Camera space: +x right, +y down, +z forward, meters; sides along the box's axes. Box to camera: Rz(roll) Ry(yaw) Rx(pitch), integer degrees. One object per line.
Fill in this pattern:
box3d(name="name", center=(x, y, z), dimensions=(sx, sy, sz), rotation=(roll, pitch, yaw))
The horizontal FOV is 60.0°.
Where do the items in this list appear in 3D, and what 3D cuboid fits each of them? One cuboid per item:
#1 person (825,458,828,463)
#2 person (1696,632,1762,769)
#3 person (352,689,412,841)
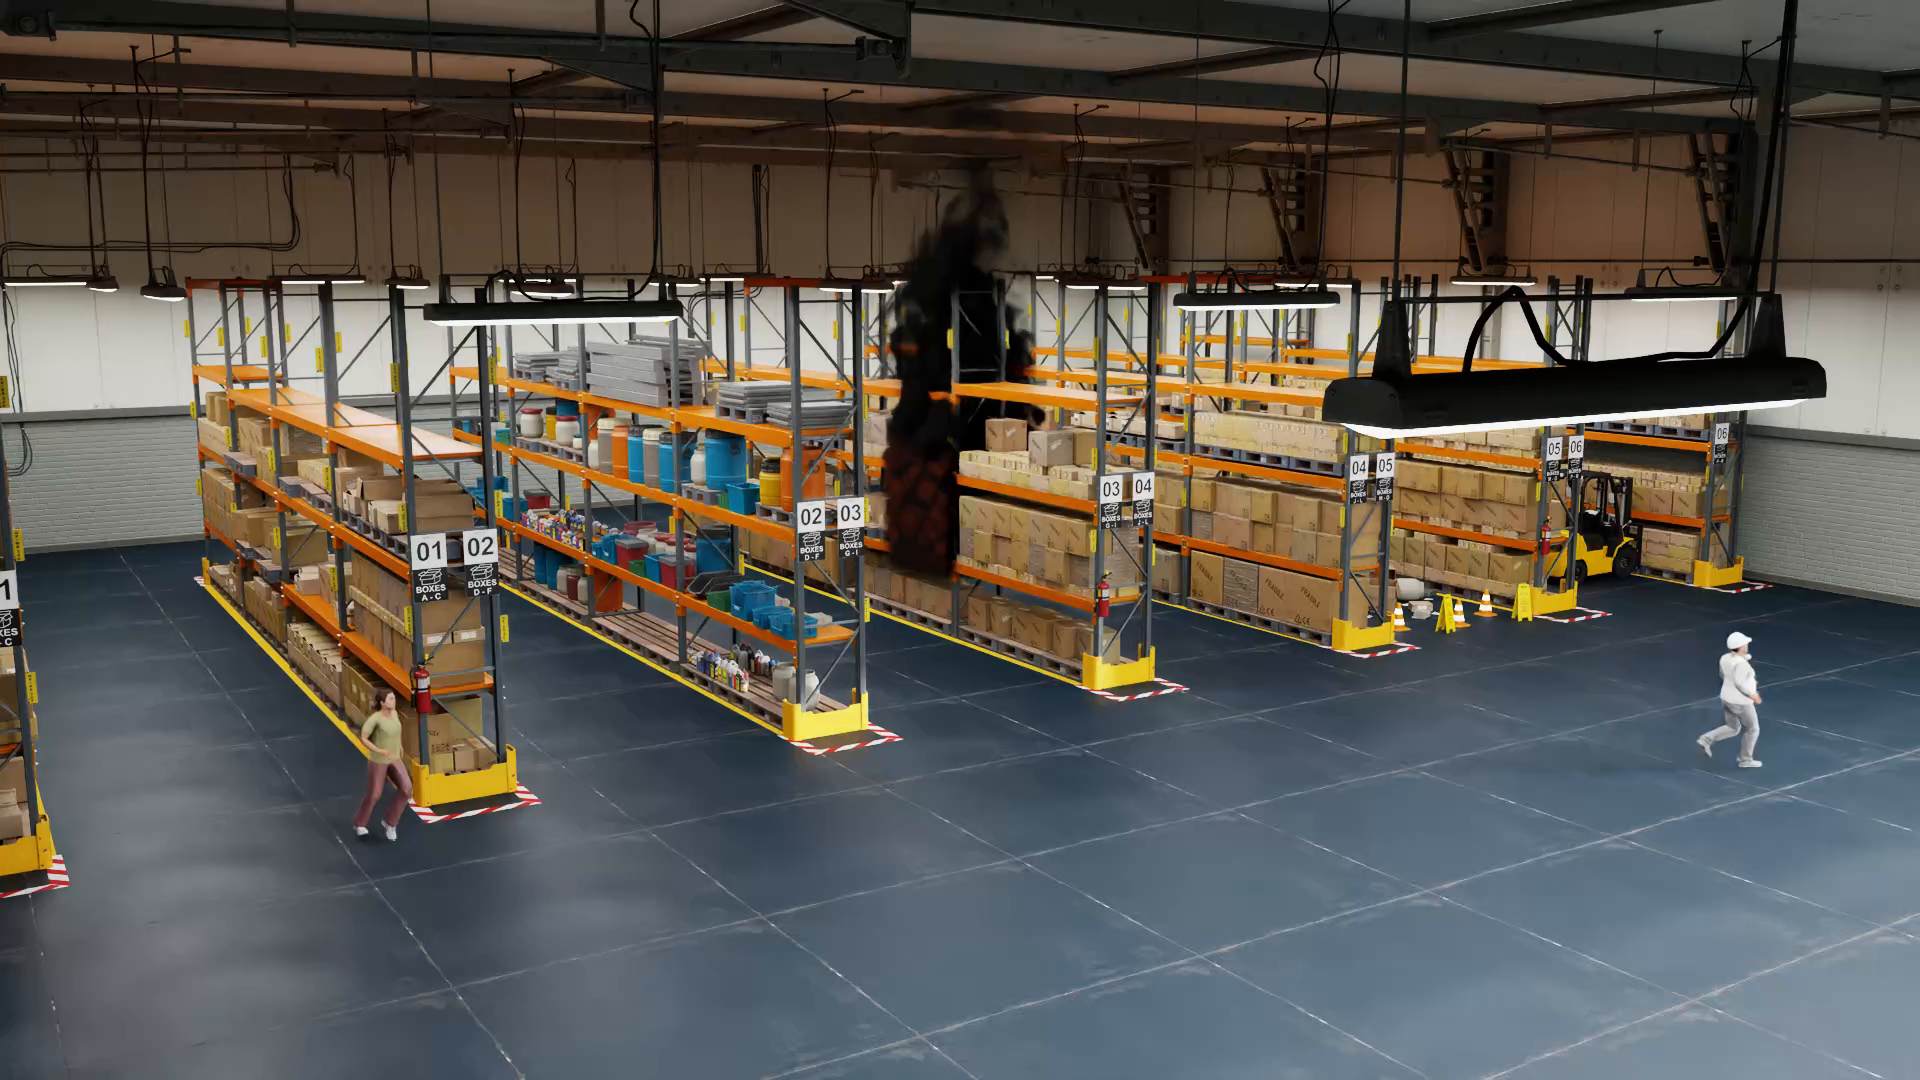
box3d(name="person", center=(-3.540, -1.216, 40.439), dimensions=(0.740, 1.625, 0.686), rotation=(-2, 10, -10))
box3d(name="person", center=(9.717, 2.011, 20.840), dimensions=(0.803, 1.739, 0.668), rotation=(-1, 10, -3))
box3d(name="person", center=(-6.366, 2.476, 18.454), dimensions=(0.673, 1.641, 0.641), rotation=(6, 11, 31))
